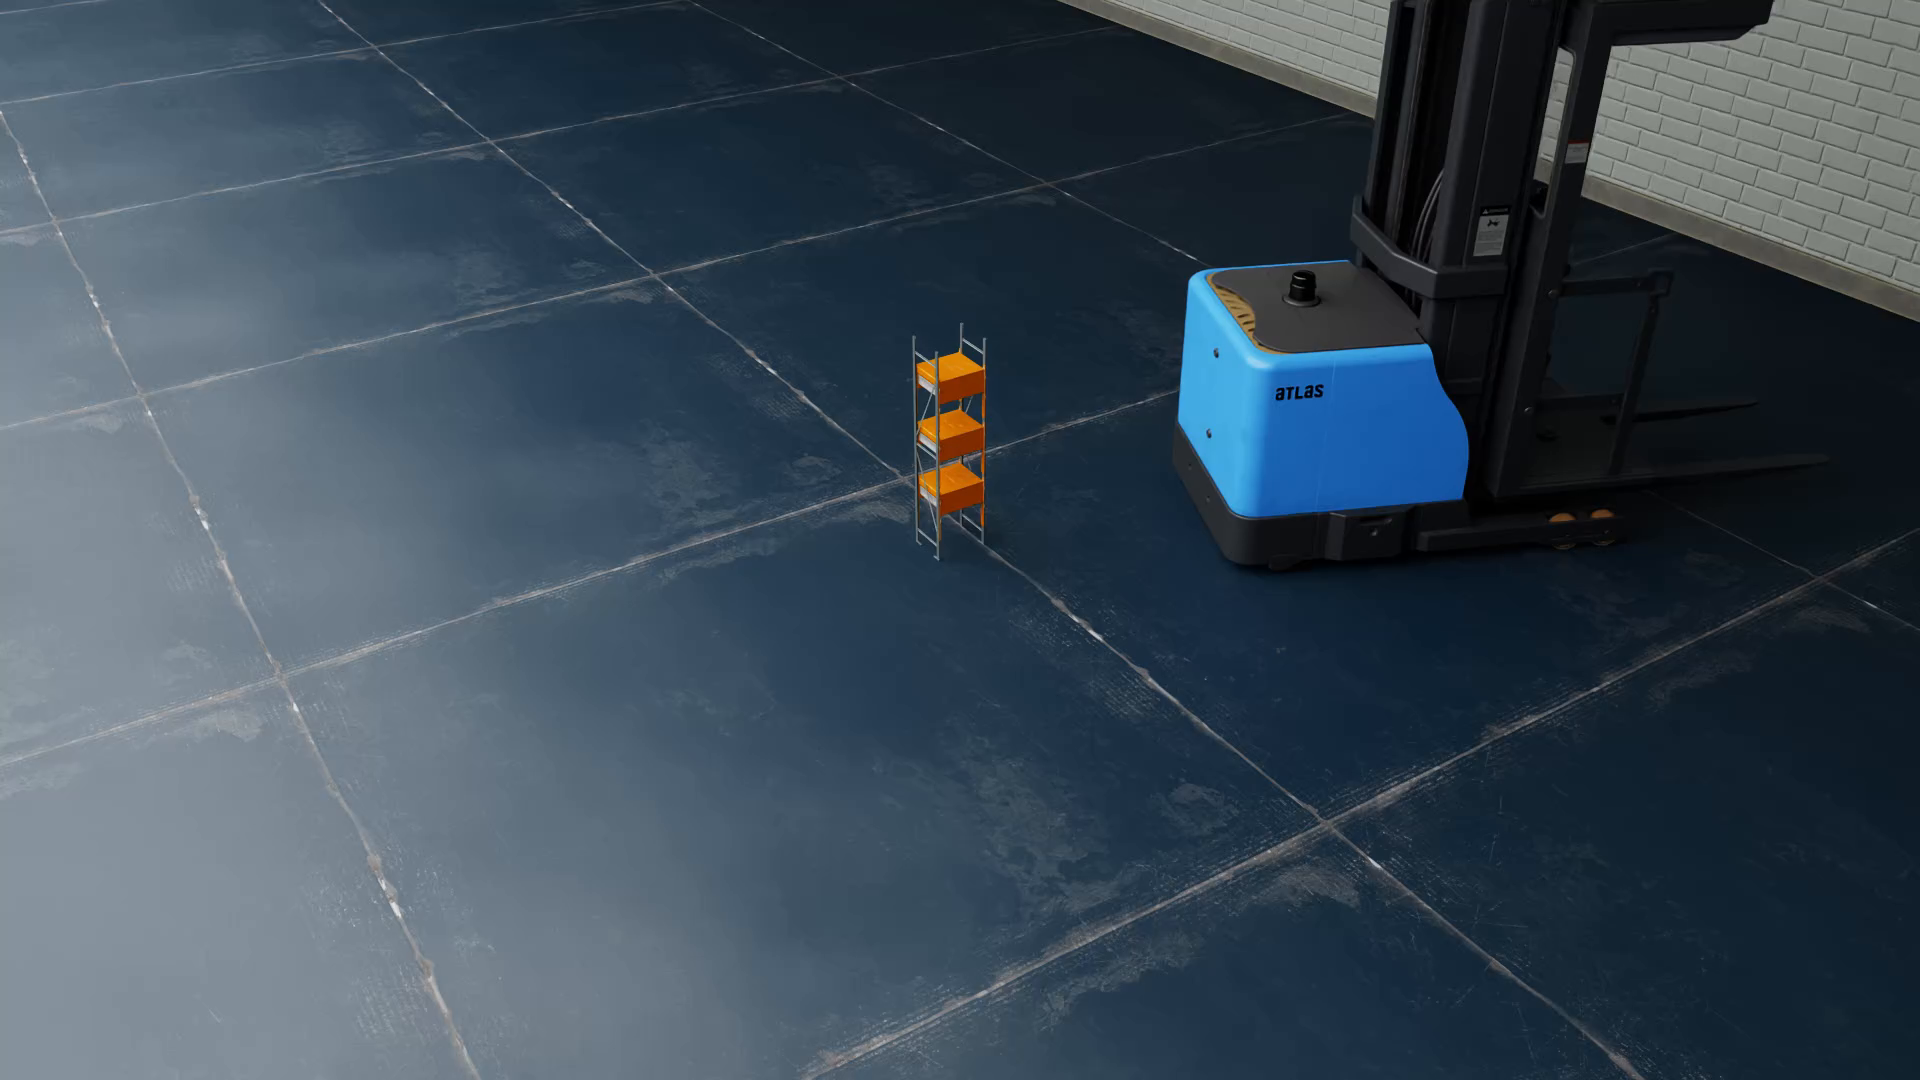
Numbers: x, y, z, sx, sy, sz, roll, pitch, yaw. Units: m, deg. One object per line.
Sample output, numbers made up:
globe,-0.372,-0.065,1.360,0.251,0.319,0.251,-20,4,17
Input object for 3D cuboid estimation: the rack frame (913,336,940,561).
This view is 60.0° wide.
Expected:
rack frame,-0.148,-0.393,7.389,0.008,1.050,0.200,-19,37,-27

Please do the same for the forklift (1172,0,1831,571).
forklift,2.612,-1.469,7.332,3.031,2.935,1.130,-5,33,-8

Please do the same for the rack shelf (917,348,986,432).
rack shelf,-0.045,-0.660,7.300,0.240,0.259,0.215,-19,37,-27

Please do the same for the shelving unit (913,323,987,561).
shelving unit,-0.045,-0.429,7.445,0.252,1.050,0.215,-19,37,-27

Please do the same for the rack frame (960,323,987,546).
rack frame,0.058,-0.464,7.501,0.008,1.050,0.200,-19,37,-27

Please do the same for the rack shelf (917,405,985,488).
rack shelf,-0.045,-0.420,7.451,0.240,0.259,0.215,-19,37,-27

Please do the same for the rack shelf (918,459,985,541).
rack shelf,-0.045,-0.185,7.599,0.240,0.259,0.215,-19,37,-27
